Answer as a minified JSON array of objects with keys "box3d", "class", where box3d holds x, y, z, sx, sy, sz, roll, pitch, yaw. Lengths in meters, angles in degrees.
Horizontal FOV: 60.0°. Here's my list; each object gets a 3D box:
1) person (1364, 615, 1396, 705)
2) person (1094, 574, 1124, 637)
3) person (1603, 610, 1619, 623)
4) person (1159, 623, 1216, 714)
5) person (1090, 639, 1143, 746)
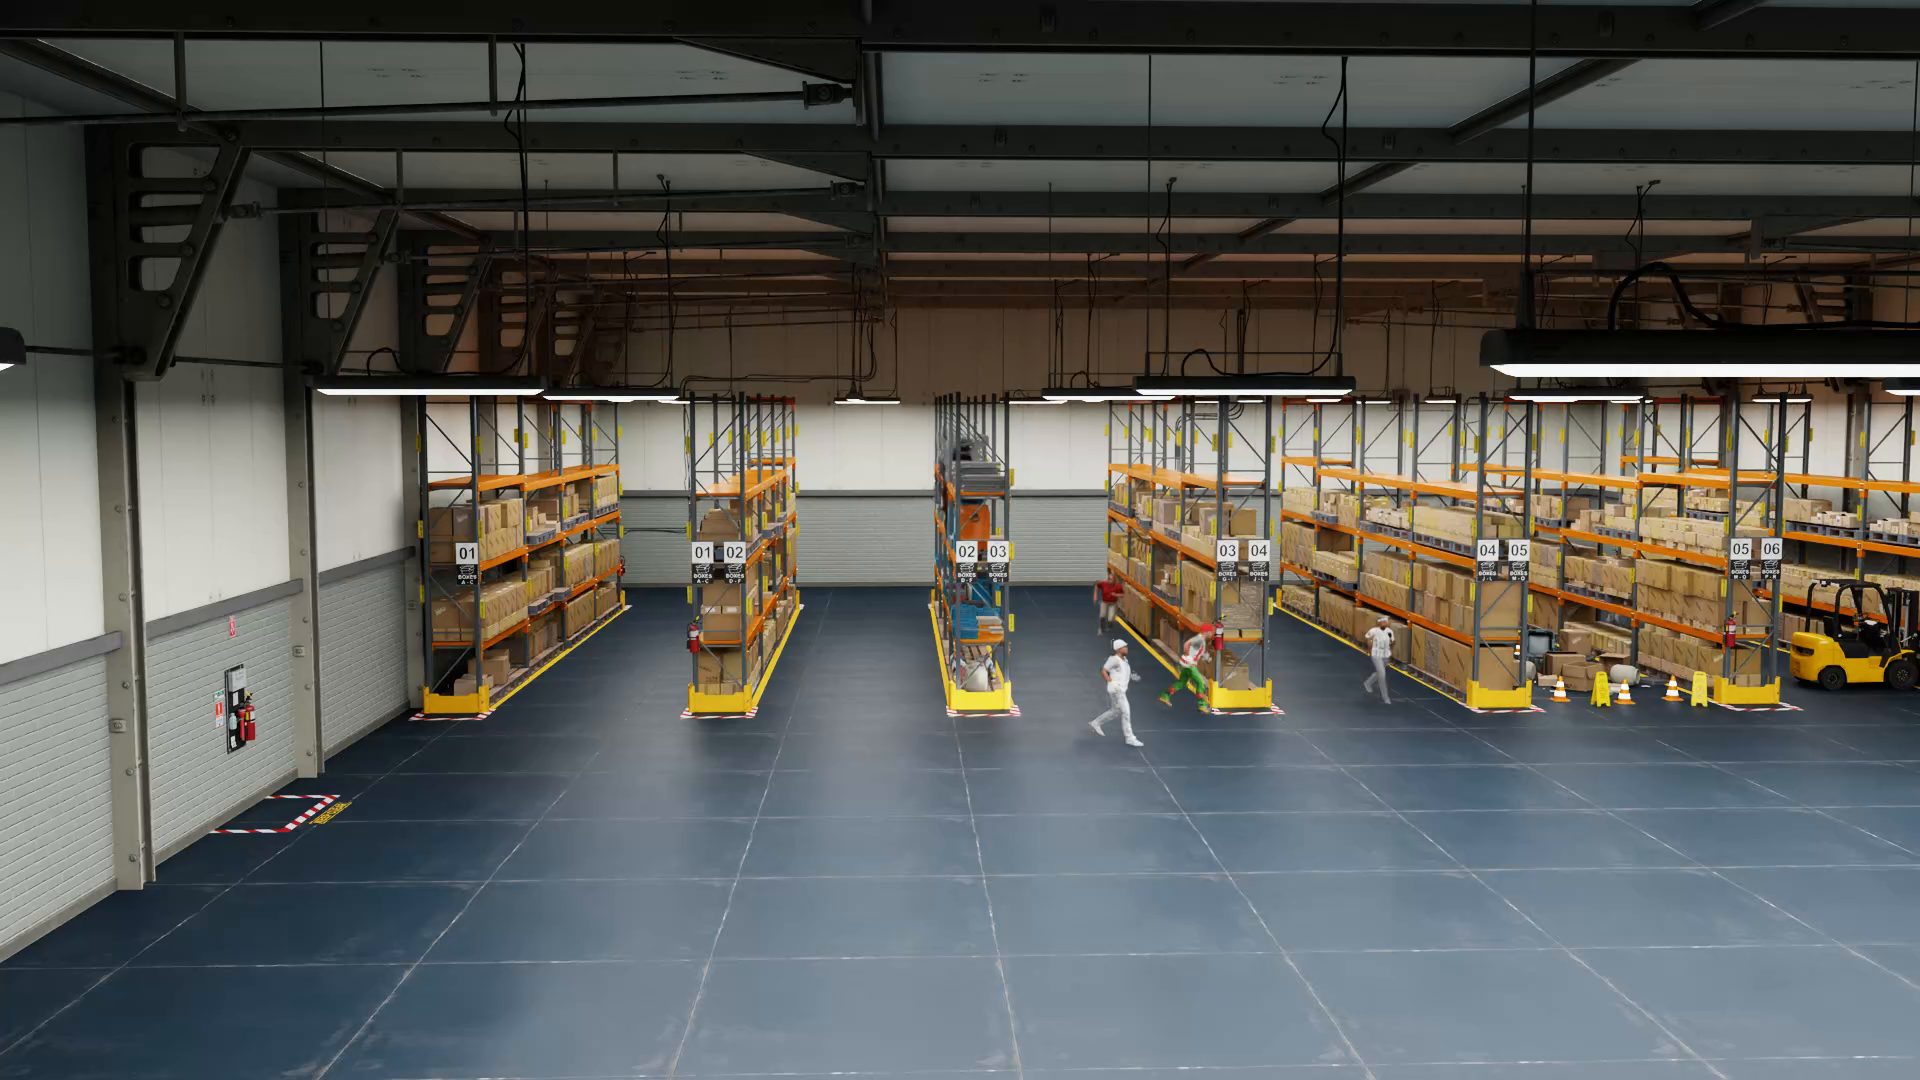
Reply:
[{"box3d":[8.187,2.303,32.420,0.531,1.749,0.994,-2,5,-22],"class":"person"},{"box3d":[3.600,1.575,40.253,0.742,1.563,0.792,1,5,6],"class":"person"},{"box3d":[17.158,1.323,43.980,0.641,1.731,0.730,-2,5,-18],"class":"person"},{"box3d":[4.243,2.408,31.094,1.051,1.731,0.703,1,5,18],"class":"person"},{"box3d":[2.646,2.569,28.187,0.989,1.780,0.688,2,5,21],"class":"person"}]
